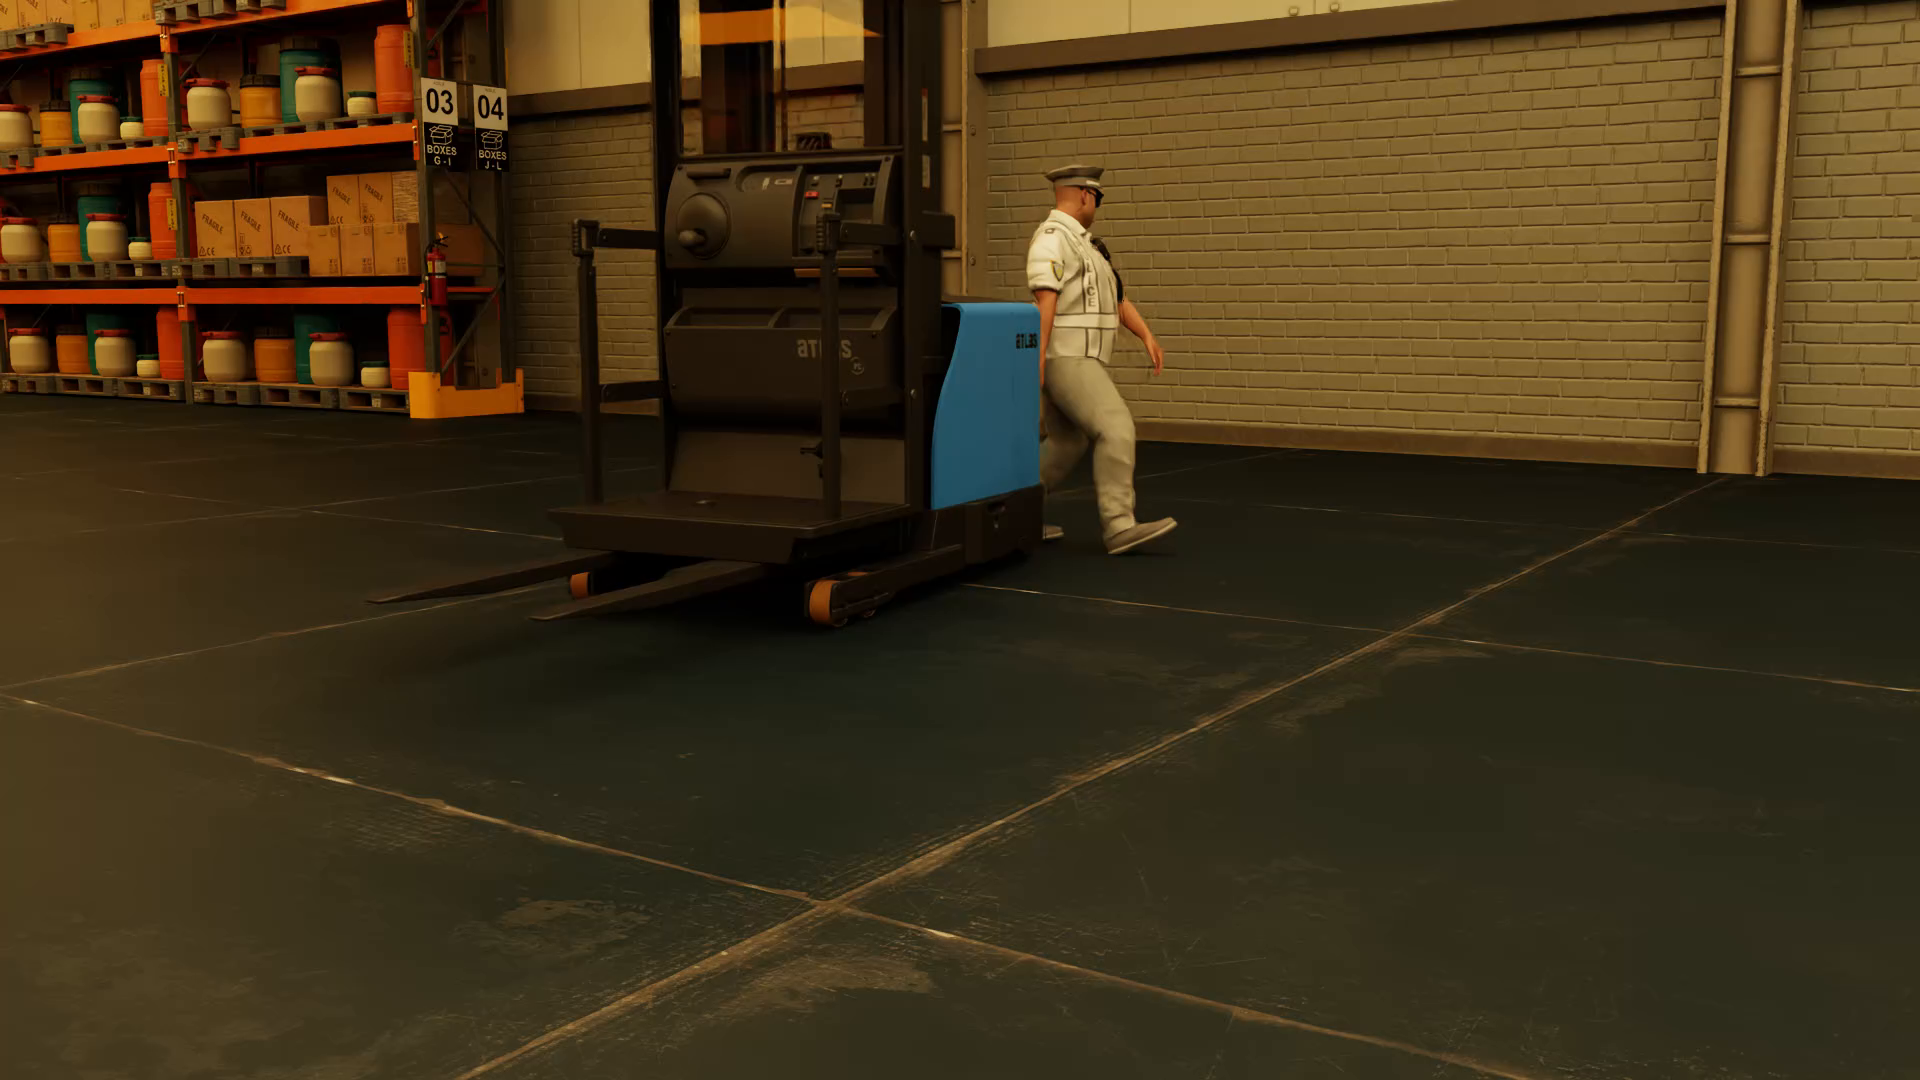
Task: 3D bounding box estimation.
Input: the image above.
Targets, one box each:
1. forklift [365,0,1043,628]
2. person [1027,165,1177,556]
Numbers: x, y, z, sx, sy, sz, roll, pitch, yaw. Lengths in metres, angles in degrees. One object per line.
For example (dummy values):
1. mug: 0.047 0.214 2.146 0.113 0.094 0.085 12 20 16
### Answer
1. forklift: -0.753 -1.228 5.825 1.130 2.935 3.031 4 9 26
2. person: 0.534 -0.782 7.227 0.881 1.681 0.693 2 8 14
